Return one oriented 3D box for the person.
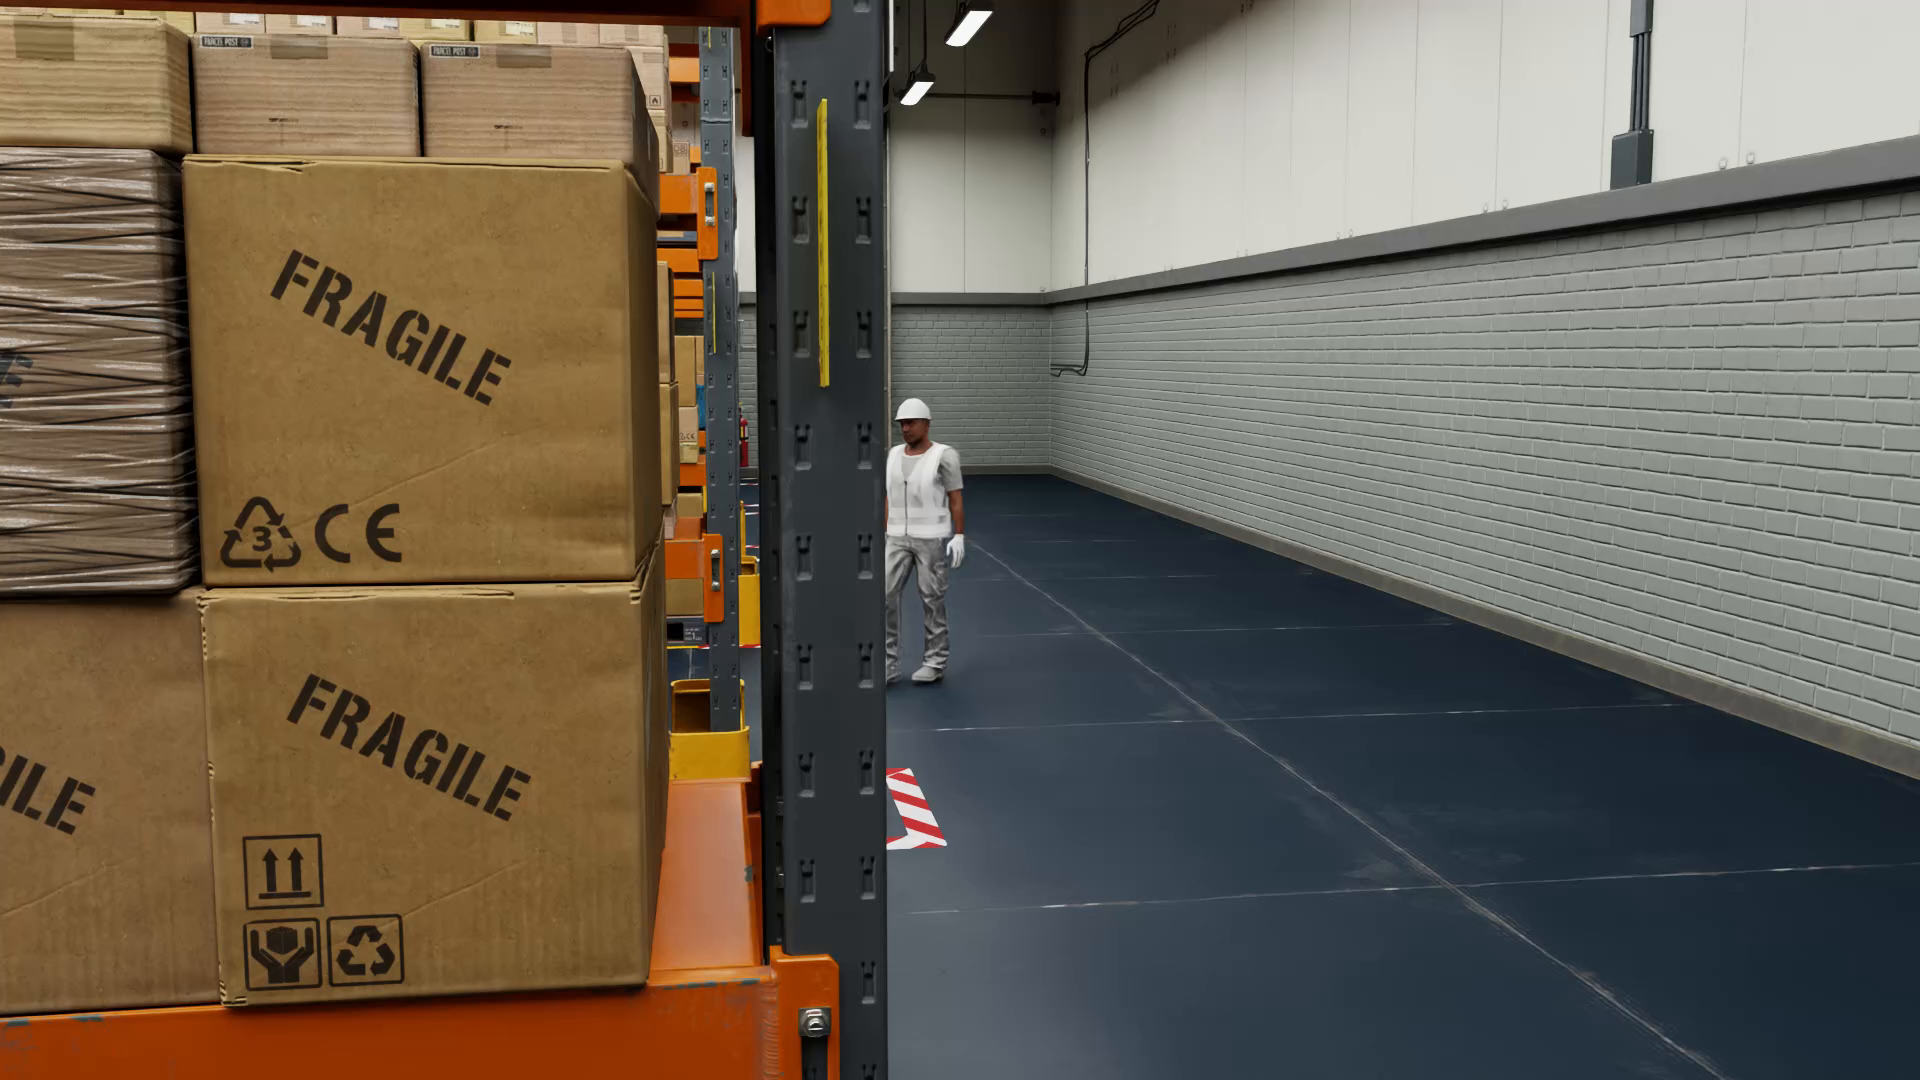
[{"bbox_3d":[-0.290,0.026,10.387,0.593,1.809,0.547,4,7,29],"label":"person"}]
